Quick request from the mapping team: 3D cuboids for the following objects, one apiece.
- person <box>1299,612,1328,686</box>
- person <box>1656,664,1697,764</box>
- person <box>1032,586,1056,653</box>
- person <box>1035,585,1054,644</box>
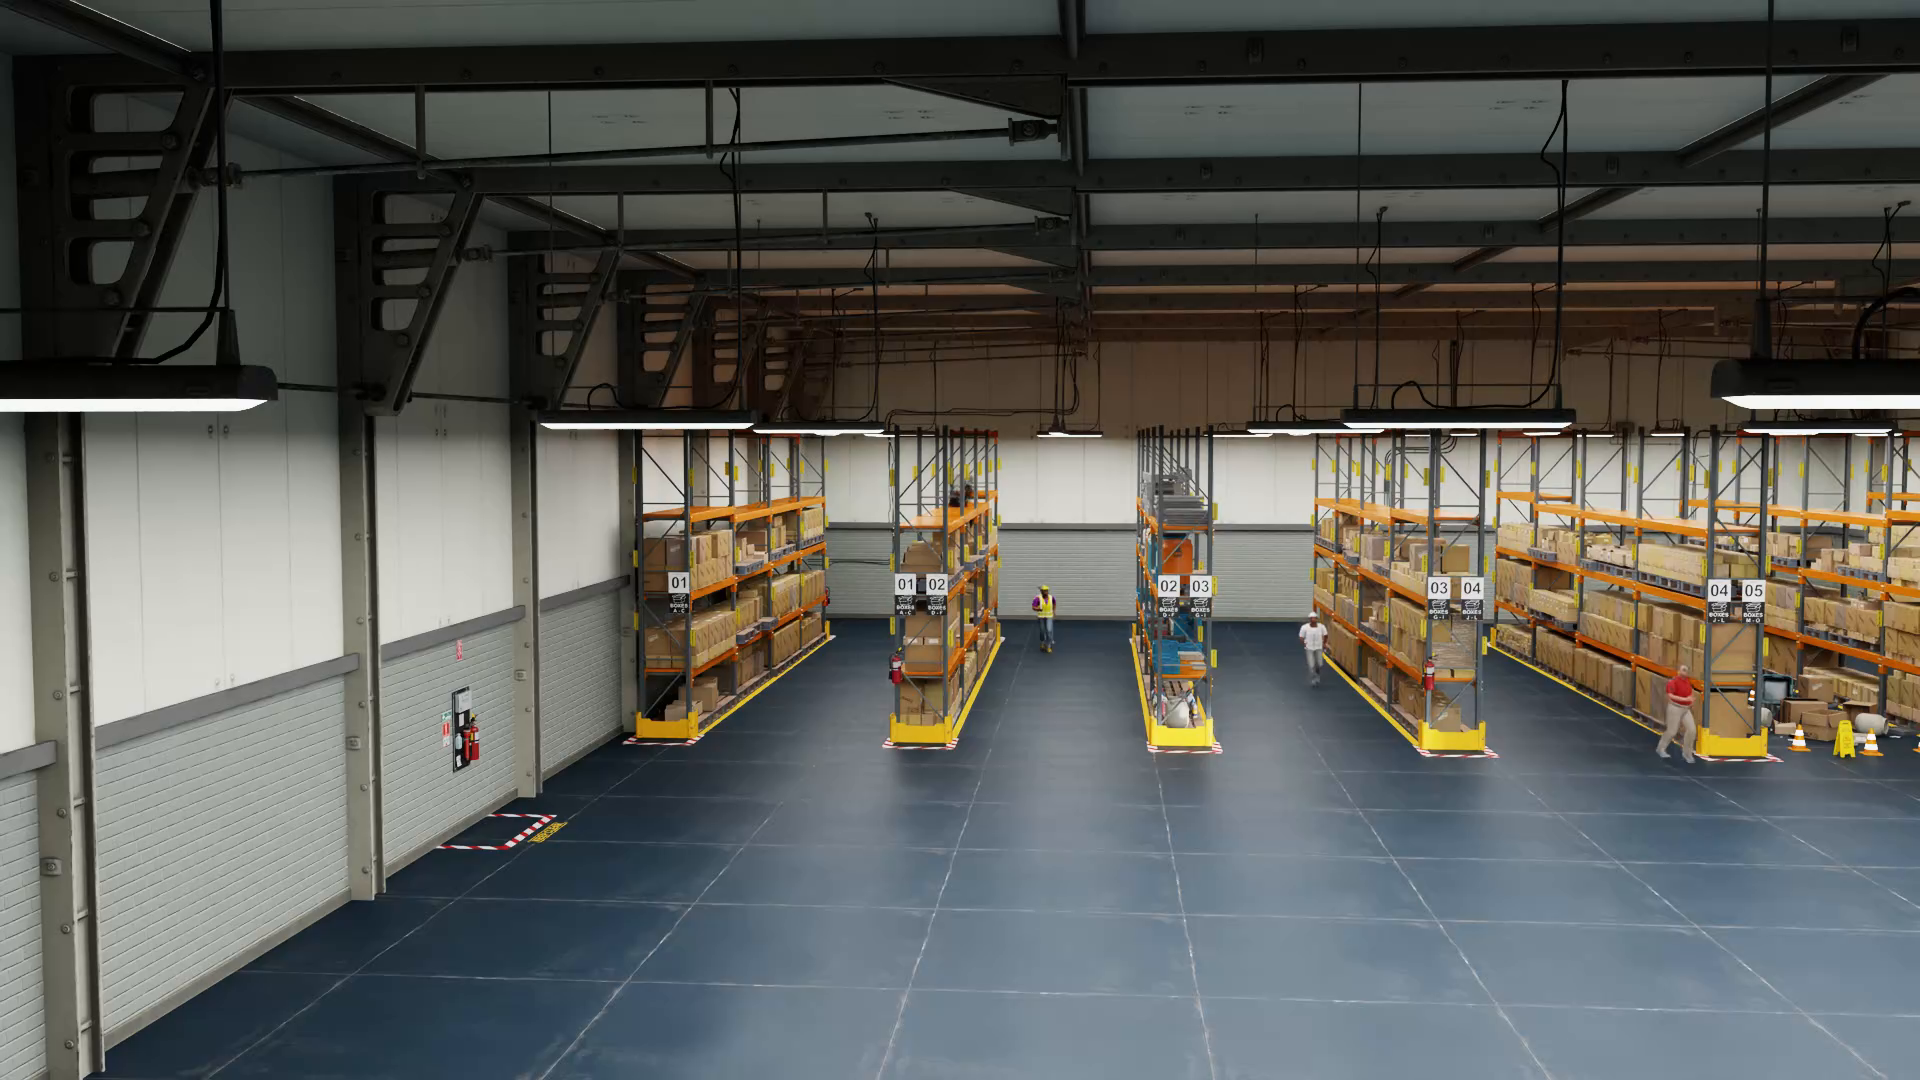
[{"bbox_3d":[8.222,2.534,38.620,0.674,1.721,0.569,0,3,5],"label":"person"},{"bbox_3d":[12.810,3.103,29.616,0.684,1.821,0.787,-2,4,-28],"label":"person"},{"bbox_3d":[2.284,2.121,45.004,0.682,1.783,0.925,0,3,-4],"label":"person"},{"bbox_3d":[2.331,2.098,47.023,0.629,1.710,0.816,-1,4,-20],"label":"person"}]
